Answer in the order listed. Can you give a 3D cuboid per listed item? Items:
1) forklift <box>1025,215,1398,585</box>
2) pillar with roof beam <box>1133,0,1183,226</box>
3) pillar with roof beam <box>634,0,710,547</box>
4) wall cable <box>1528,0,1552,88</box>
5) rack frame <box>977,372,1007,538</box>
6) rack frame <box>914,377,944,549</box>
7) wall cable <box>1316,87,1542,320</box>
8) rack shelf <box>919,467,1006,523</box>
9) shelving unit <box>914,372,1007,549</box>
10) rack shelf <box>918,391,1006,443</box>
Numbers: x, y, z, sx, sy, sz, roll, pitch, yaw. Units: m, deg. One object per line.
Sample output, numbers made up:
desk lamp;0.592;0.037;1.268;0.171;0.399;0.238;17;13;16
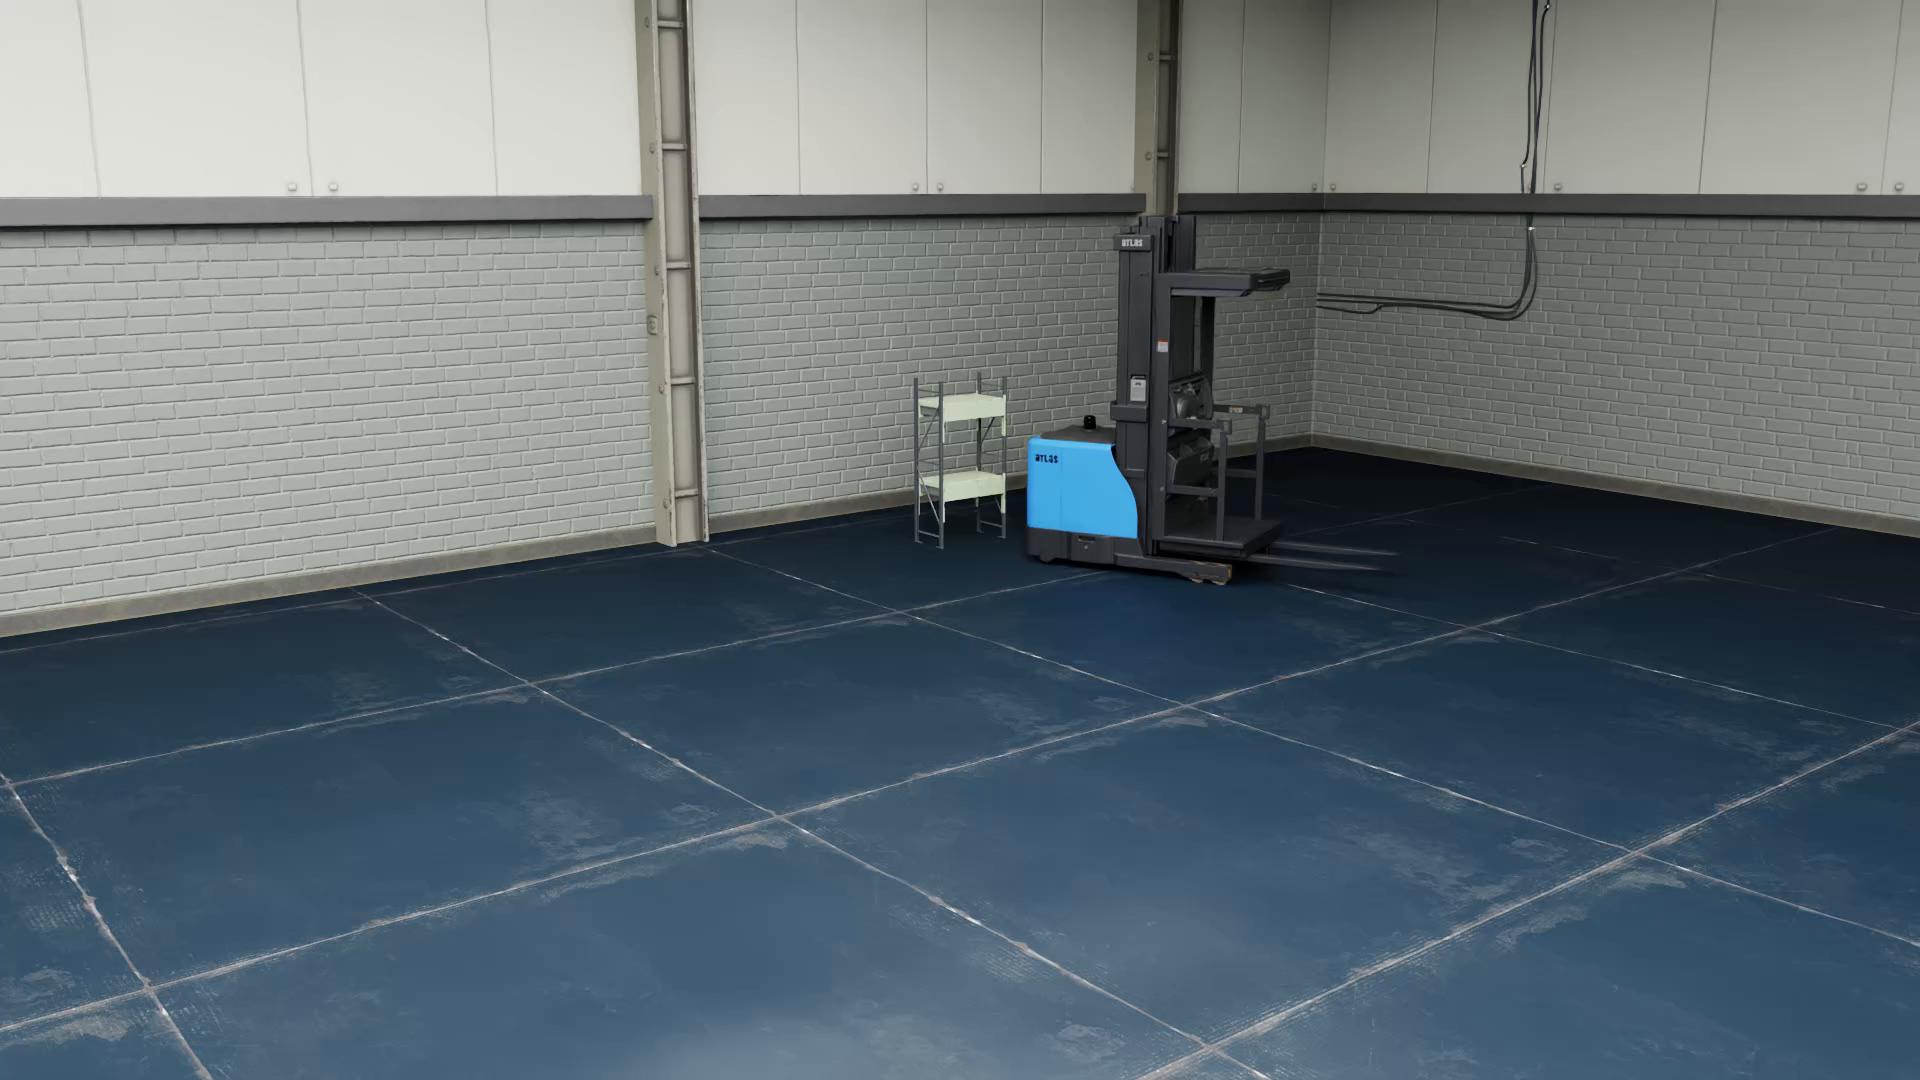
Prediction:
forklift;2.108;-1.193;13.812;3.031;2.935;1.130;6;14;27
pillar with roof beam;4.836;-4.473;14.650;0.400;9.000;9.100;-9;15;-38
pillar with roof beam;0.151;-3.694;10.984;0.400;9.000;9.100;-9;15;-38
wall cable;6.963;-5.852;16.460;0.112;2.526;3.097;-9;15;-38
rack frame;0.291;-0.782;15.322;0.023;1.500;0.400;-9;15;-38
rack frame;-0.281;-0.687;14.875;0.023;1.500;0.400;-9;15;-38
wall cable;5.273;-3.820;19.051;0.112;2.526;3.097;-9;15;-38
rack shelf;0.005;-0.416;15.166;0.720;0.370;0.431;-9;15;-38
shelving unit;0.005;-0.735;15.098;0.755;1.500;0.431;-9;15;-38
rack shelf;0.005;-1.116;15.017;0.720;0.370;0.431;-9;15;-38
